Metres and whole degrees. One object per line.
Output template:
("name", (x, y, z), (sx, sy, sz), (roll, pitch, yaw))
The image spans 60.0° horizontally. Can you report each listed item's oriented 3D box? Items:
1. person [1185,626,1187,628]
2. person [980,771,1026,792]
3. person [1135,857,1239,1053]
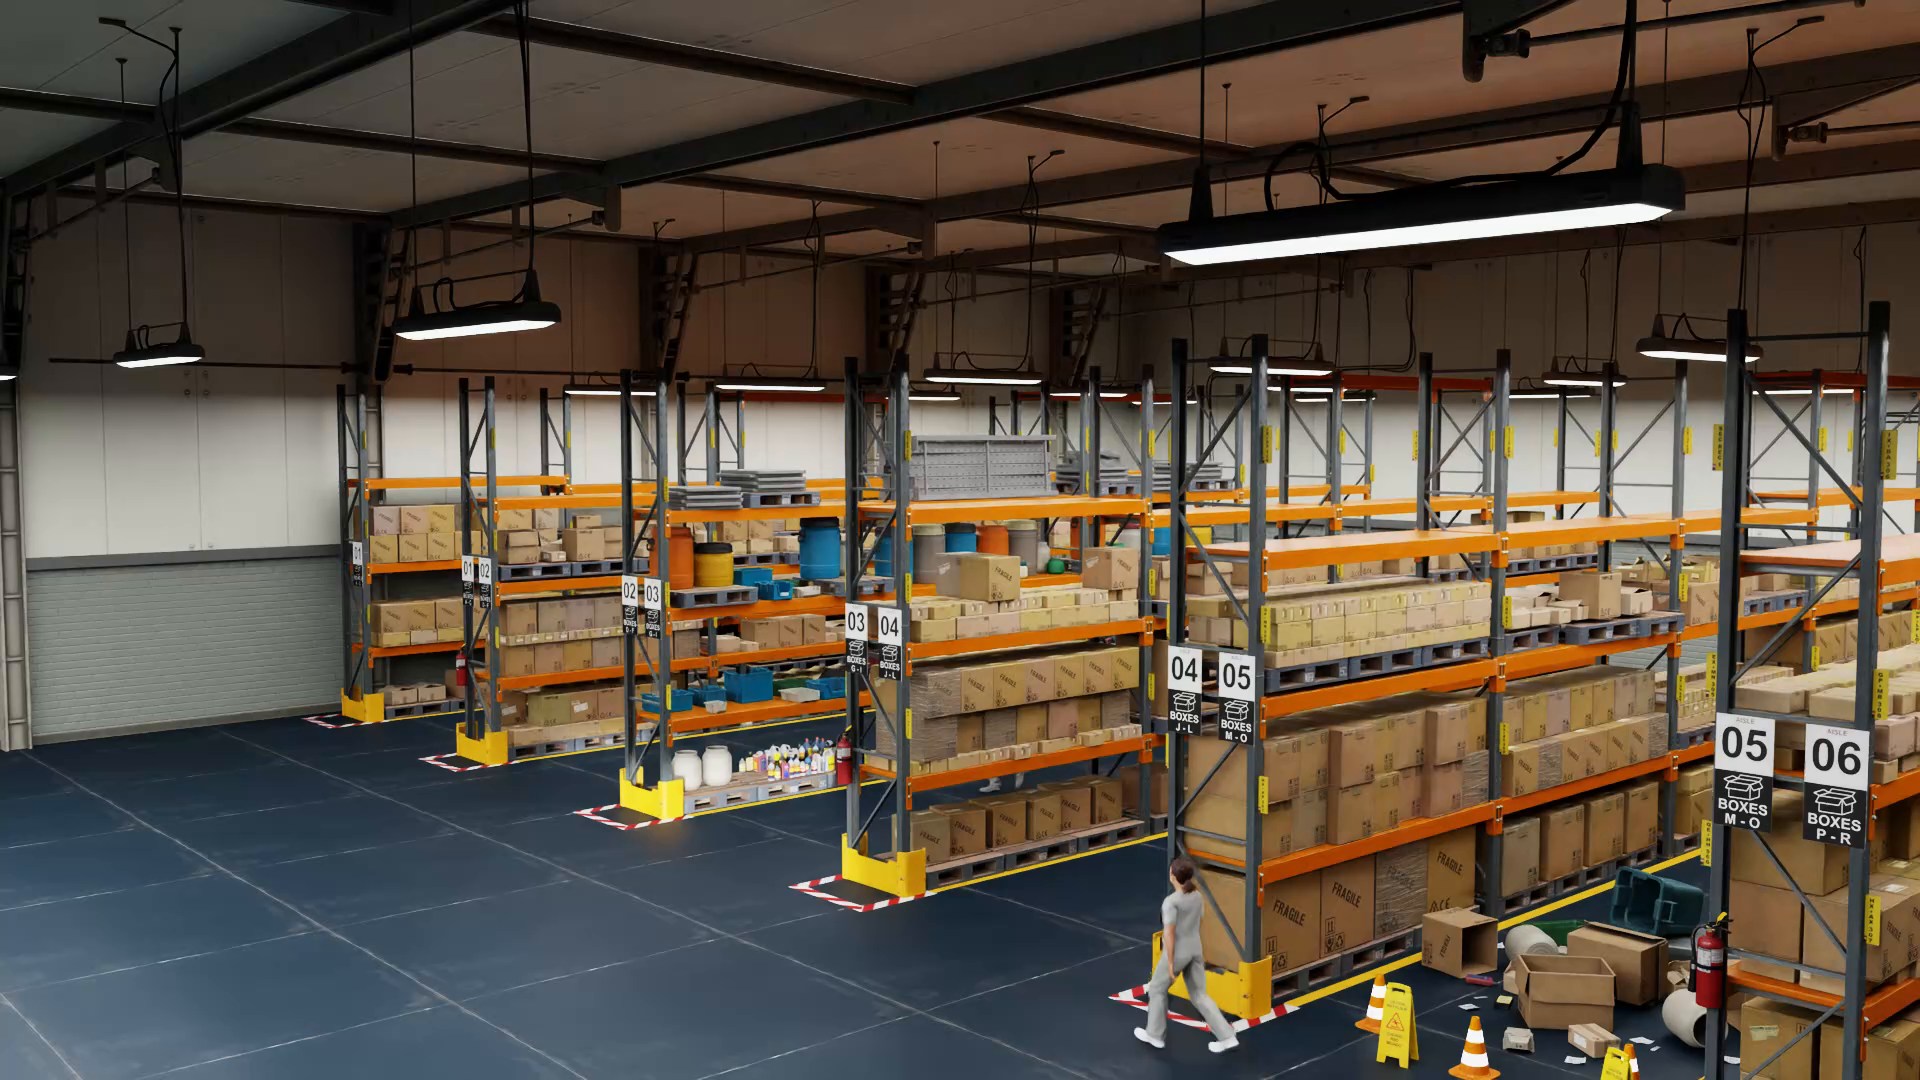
("person", (5.289, 1.728, 38.984), (0.559, 1.743, 0.865), (0, 4, -6))
("person", (0.566, 2.735, 23.872), (0.717, 1.732, 0.630), (-1, 4, -21))
("person", (1.859, 3.439, 13.728), (0.447, 1.627, 1.002), (-3, 5, -41))
